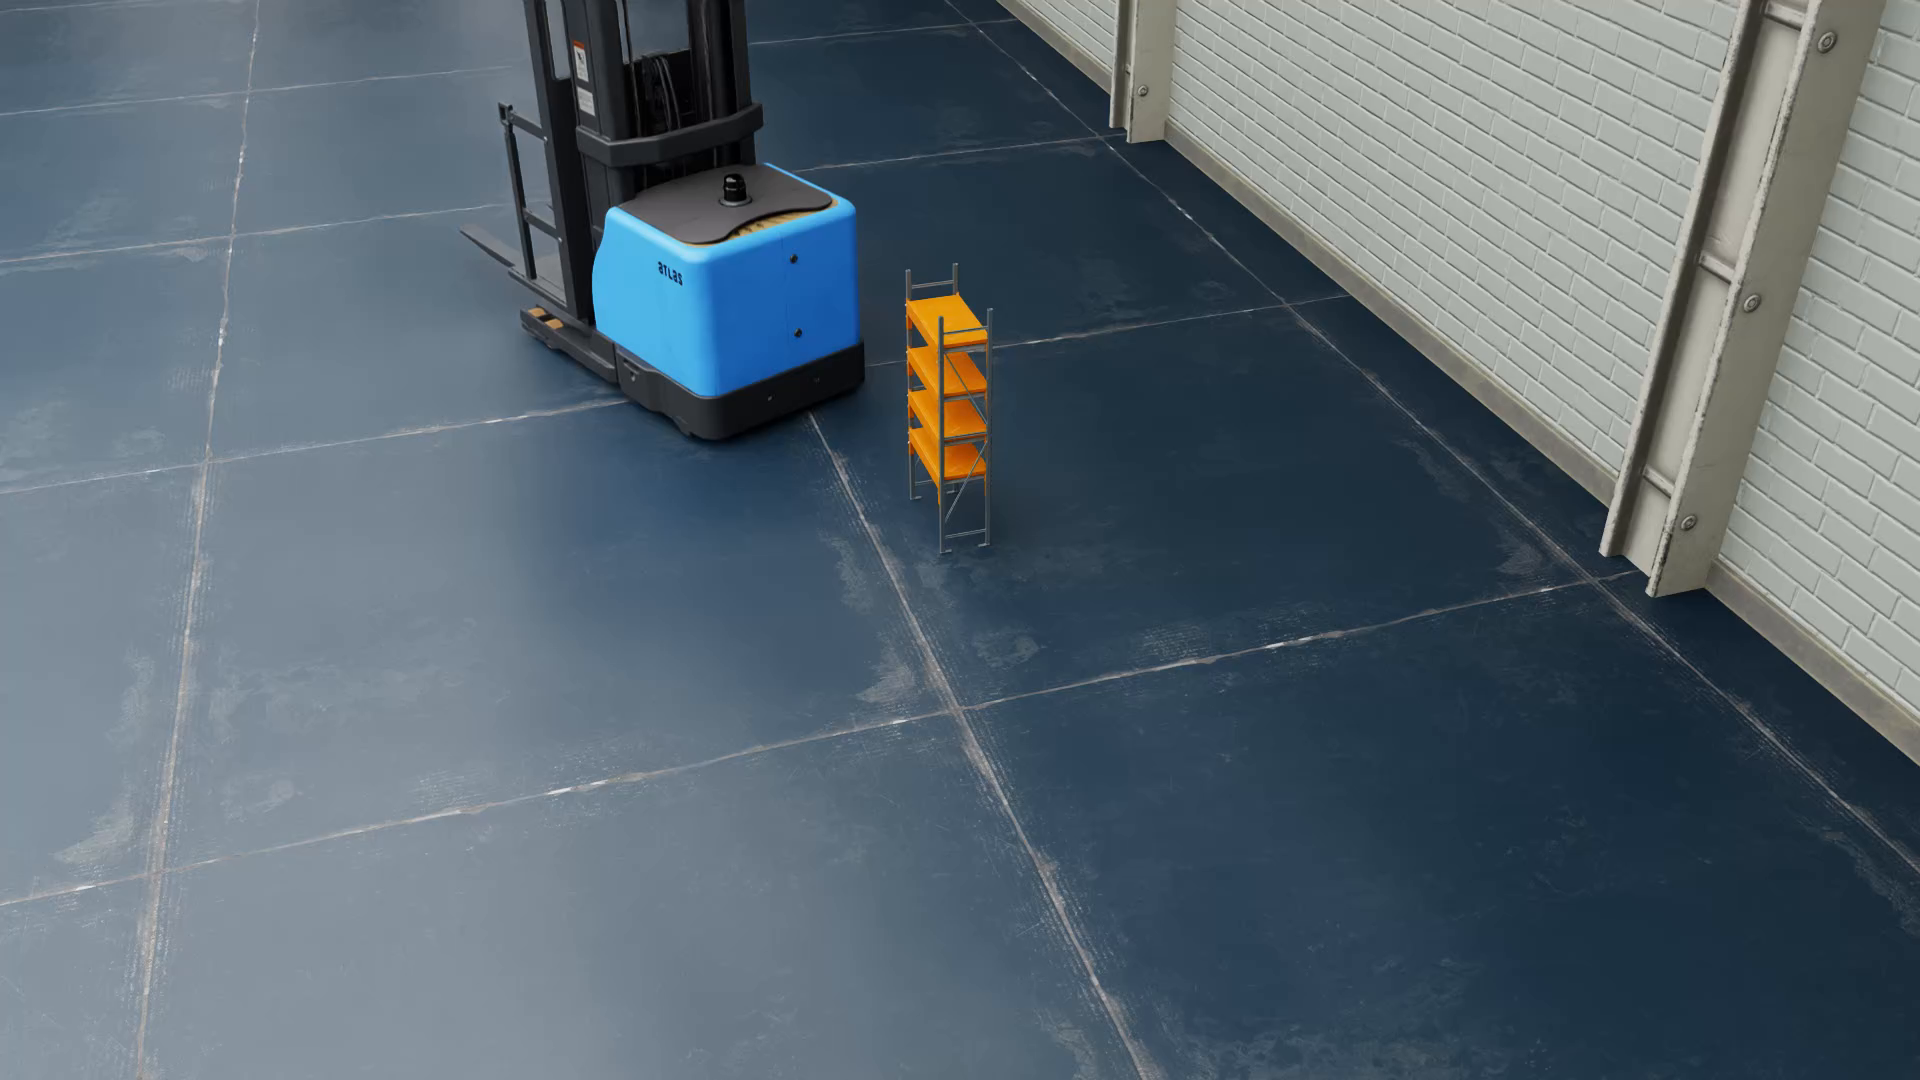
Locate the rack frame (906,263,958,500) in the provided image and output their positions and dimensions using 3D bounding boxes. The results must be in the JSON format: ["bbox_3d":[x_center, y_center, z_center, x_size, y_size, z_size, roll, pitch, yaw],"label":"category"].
[{"bbox_3d":[-0.125,-0.716,7.745,0.240,1.200,0.015,-10,35,-15],"label":"rack frame"}]

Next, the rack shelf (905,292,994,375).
[{"bbox_3d":[-0.051,-0.915,7.334,0.258,0.148,0.480,-10,35,-15],"label":"rack shelf"}]

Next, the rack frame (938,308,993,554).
[{"bbox_3d":[0.024,-0.459,7.357,0.240,1.200,0.015,-10,35,-15],"label":"rack frame"}]

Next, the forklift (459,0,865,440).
[{"bbox_3d":[-1.854,-2.462,8.818,1.130,2.935,3.031,-26,41,-33],"label":"forklift"}]

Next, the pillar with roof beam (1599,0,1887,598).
[{"bbox_3d":[-0.948,-2.904,3.982,9.100,9.000,0.400,-10,35,-15],"label":"pillar with roof beam"}]

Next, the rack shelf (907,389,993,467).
[{"bbox_3d":[-0.051,-0.531,7.588,0.258,0.148,0.480,-10,35,-15],"label":"rack shelf"}]

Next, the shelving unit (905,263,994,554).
[{"bbox_3d":[-0.051,-0.587,7.551,0.258,1.200,0.503,-10,35,-15],"label":"shelving unit"}]

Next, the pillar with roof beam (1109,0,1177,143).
[{"bbox_3d":[-2.778,-6.054,8.749,9.100,9.000,0.400,-10,35,-15],"label":"pillar with roof beam"}]

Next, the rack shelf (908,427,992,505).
[{"bbox_3d":[-0.051,-0.366,7.697,0.258,0.148,0.480,-10,35,-15],"label":"rack shelf"}]

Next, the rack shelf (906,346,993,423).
[{"bbox_3d":[-0.051,-0.718,7.465,0.258,0.148,0.480,-10,35,-15],"label":"rack shelf"}]
